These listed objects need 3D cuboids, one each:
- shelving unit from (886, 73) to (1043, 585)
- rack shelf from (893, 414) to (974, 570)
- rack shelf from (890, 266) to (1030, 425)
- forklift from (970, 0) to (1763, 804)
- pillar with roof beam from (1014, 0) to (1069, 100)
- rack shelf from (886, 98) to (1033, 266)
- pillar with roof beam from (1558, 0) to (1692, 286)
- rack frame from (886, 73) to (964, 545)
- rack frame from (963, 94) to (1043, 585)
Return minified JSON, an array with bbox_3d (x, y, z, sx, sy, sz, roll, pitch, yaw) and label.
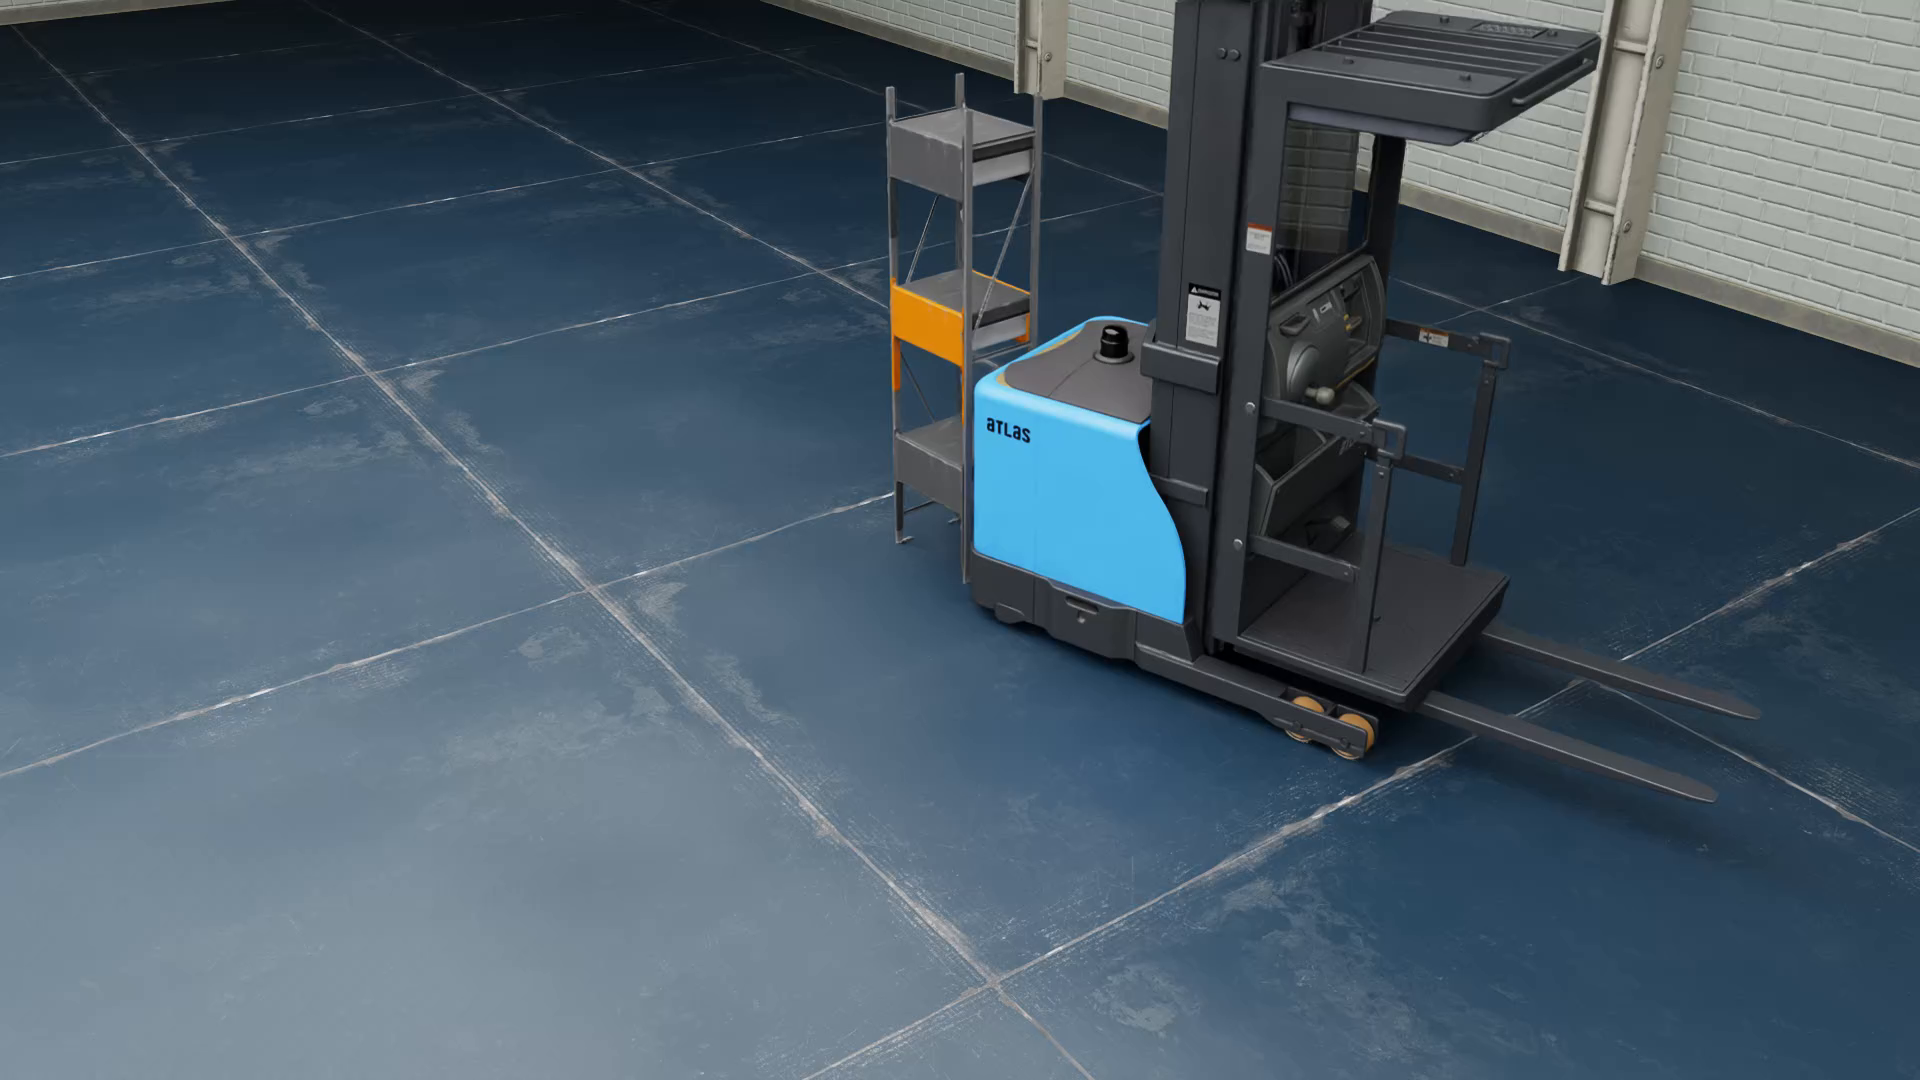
[{"bbox_3d":[0.015,-0.875,7.160,0.431,2.100,0.503,-22,35,-34],"label":"shelving unit"},{"bbox_3d":[0.015,-0.247,7.501,0.431,0.518,0.480,-22,35,-34],"label":"rack shelf"},{"bbox_3d":[0.015,-0.863,7.167,0.431,0.518,0.480,-22,35,-34],"label":"rack shelf"},{"bbox_3d":[1.533,-0.755,6.068,3.031,2.935,1.130,19,34,31],"label":"forklift"},{"bbox_3d":[-2.773,-6.864,10.961,9.100,9.000,0.400,-19,34,-31],"label":"pillar with roof beam"},{"bbox_3d":[0.015,-1.478,6.833,0.431,0.518,0.480,-22,35,-34],"label":"rack shelf"},{"bbox_3d":[0.708,-4.532,6.666,9.100,9.000,0.400,-19,34,-31],"label":"pillar with roof beam"},{"bbox_3d":[-0.141,-0.964,7.325,0.400,2.100,0.015,-22,35,-34],"label":"rack frame"},{"bbox_3d":[0.172,-0.785,6.996,0.400,2.100,0.015,-22,35,-34],"label":"rack frame"}]
